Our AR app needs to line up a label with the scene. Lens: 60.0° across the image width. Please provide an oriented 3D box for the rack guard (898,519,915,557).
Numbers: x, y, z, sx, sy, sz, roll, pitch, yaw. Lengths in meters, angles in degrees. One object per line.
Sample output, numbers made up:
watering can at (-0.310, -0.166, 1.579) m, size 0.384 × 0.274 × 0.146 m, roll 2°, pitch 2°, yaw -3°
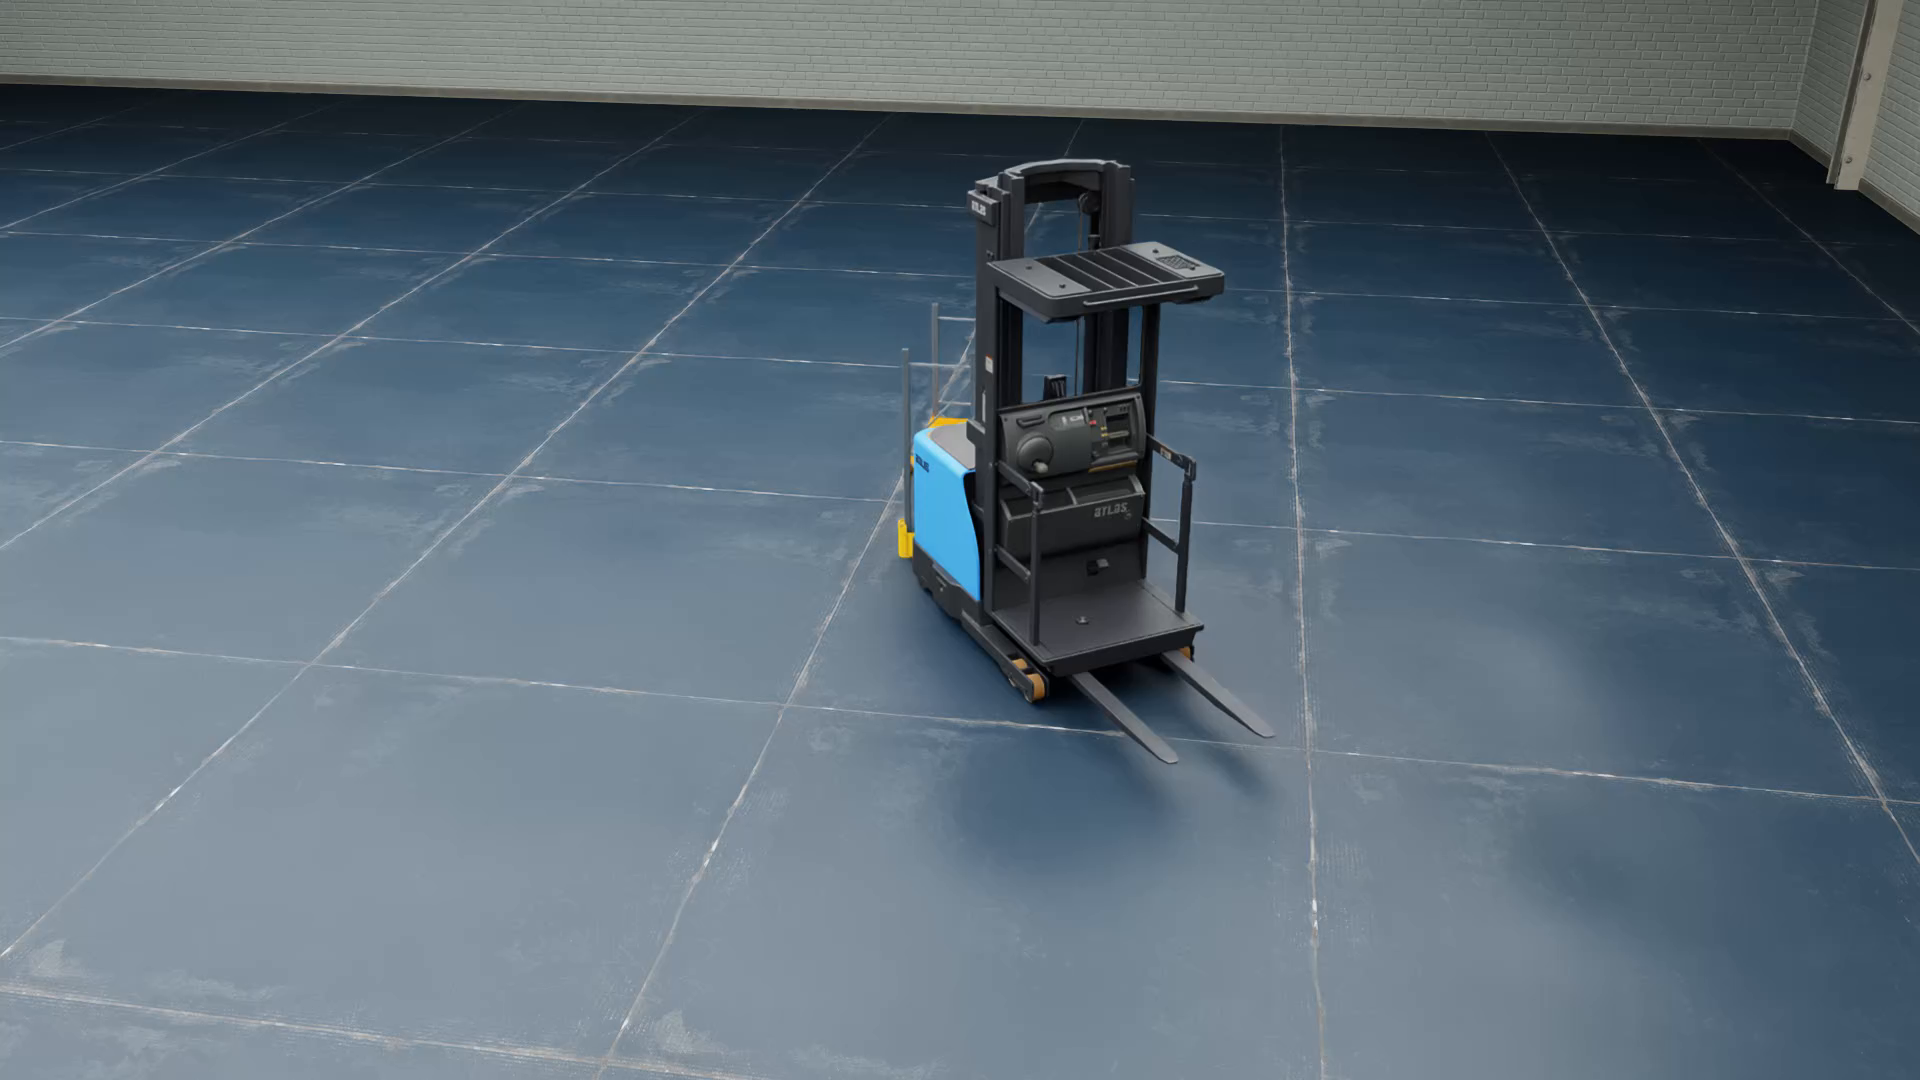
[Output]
rack guard at (-0.134, 0.003, 11.493) m, size 0.587 × 0.250 × 0.087 m, roll 4°, pitch 25°, yaw 9°

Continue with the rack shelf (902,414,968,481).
rack shelf at (-0.043, -0.612, 11.756) m, size 0.538 × 0.185 × 1.000 m, roll 4°, pitch 25°, yaw 9°

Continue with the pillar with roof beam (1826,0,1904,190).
pillar with roof beam at (7.237, -8.976, 20.355) m, size 9.100 × 9.000 × 0.400 m, roll 4°, pitch 25°, yaw 9°

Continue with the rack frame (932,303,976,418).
rack frame at (0.048, -0.987, 12.133) m, size 0.500 × 1.500 × 0.032 m, roll 4°, pitch 25°, yaw 9°

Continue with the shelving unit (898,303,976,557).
shelving unit at (-0.045, -0.771, 11.672) m, size 0.587 × 1.500 × 1.083 m, roll 4°, pitch 25°, yaw 9°

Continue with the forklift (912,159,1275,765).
forklift at (0.765, -0.588, 9.592) m, size 1.130 × 2.935 × 3.031 m, roll -11°, pitch 27°, yaw -23°

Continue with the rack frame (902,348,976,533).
rack frame at (-0.134, -0.563, 11.227) m, size 0.500 × 1.500 × 0.032 m, roll 4°, pitch 25°, yaw 9°
